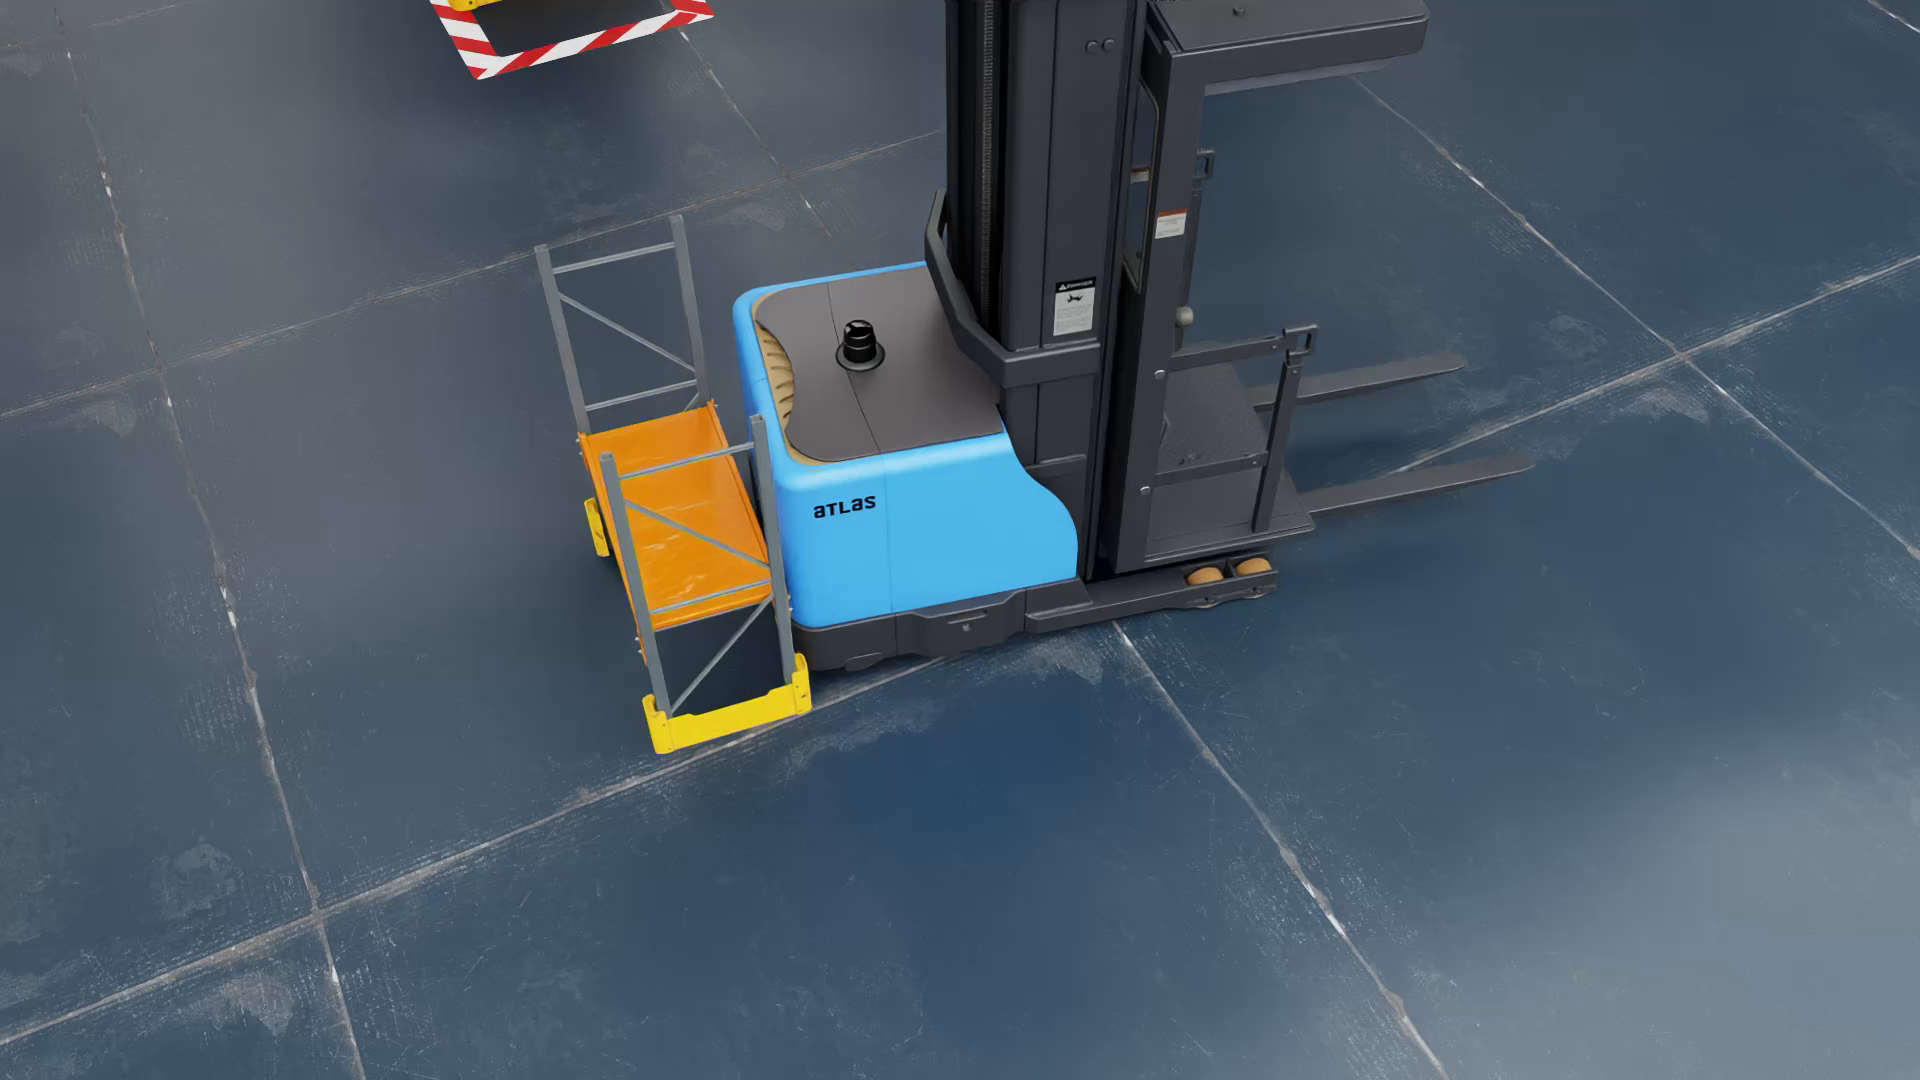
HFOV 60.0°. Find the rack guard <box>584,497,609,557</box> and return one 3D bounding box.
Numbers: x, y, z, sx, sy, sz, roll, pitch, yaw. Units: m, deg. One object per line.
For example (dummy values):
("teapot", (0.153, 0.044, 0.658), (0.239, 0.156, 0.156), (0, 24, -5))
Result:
("rack guard", (-1.170, -0.117, 6.579), (0.587, 0.250, 0.087), (-15, 51, -13))

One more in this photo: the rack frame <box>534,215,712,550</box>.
("rack frame", (-1.170, -0.529, 6.109), (0.500, 1.500, 0.032), (-15, 51, -13))

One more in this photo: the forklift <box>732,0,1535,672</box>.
("forklift", (0.738, -1.080, 5.640), (3.031, 2.935, 1.130), (-11, 50, -9))

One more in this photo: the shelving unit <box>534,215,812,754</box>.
("shelving unit", (-0.998, -0.176, 5.801), (0.587, 1.500, 1.083), (-15, 51, -13))

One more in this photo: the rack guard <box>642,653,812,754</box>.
("rack guard", (-0.827, 0.587, 5.963), (0.587, 0.250, 0.087), (-15, 51, -13))

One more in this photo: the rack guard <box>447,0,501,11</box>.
("rack guard", (-2.349, -3.390, 9.275), (1.175, 0.500, 0.348), (-21, 52, -18))

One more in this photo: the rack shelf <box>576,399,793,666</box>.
("rack shelf", (-0.995, -0.052, 5.930), (0.538, 0.185, 1.000), (-15, 51, -13))

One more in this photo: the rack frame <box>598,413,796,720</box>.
("rack frame", (-0.821, 0.189, 5.481), (0.500, 1.500, 0.032), (-15, 51, -13))
